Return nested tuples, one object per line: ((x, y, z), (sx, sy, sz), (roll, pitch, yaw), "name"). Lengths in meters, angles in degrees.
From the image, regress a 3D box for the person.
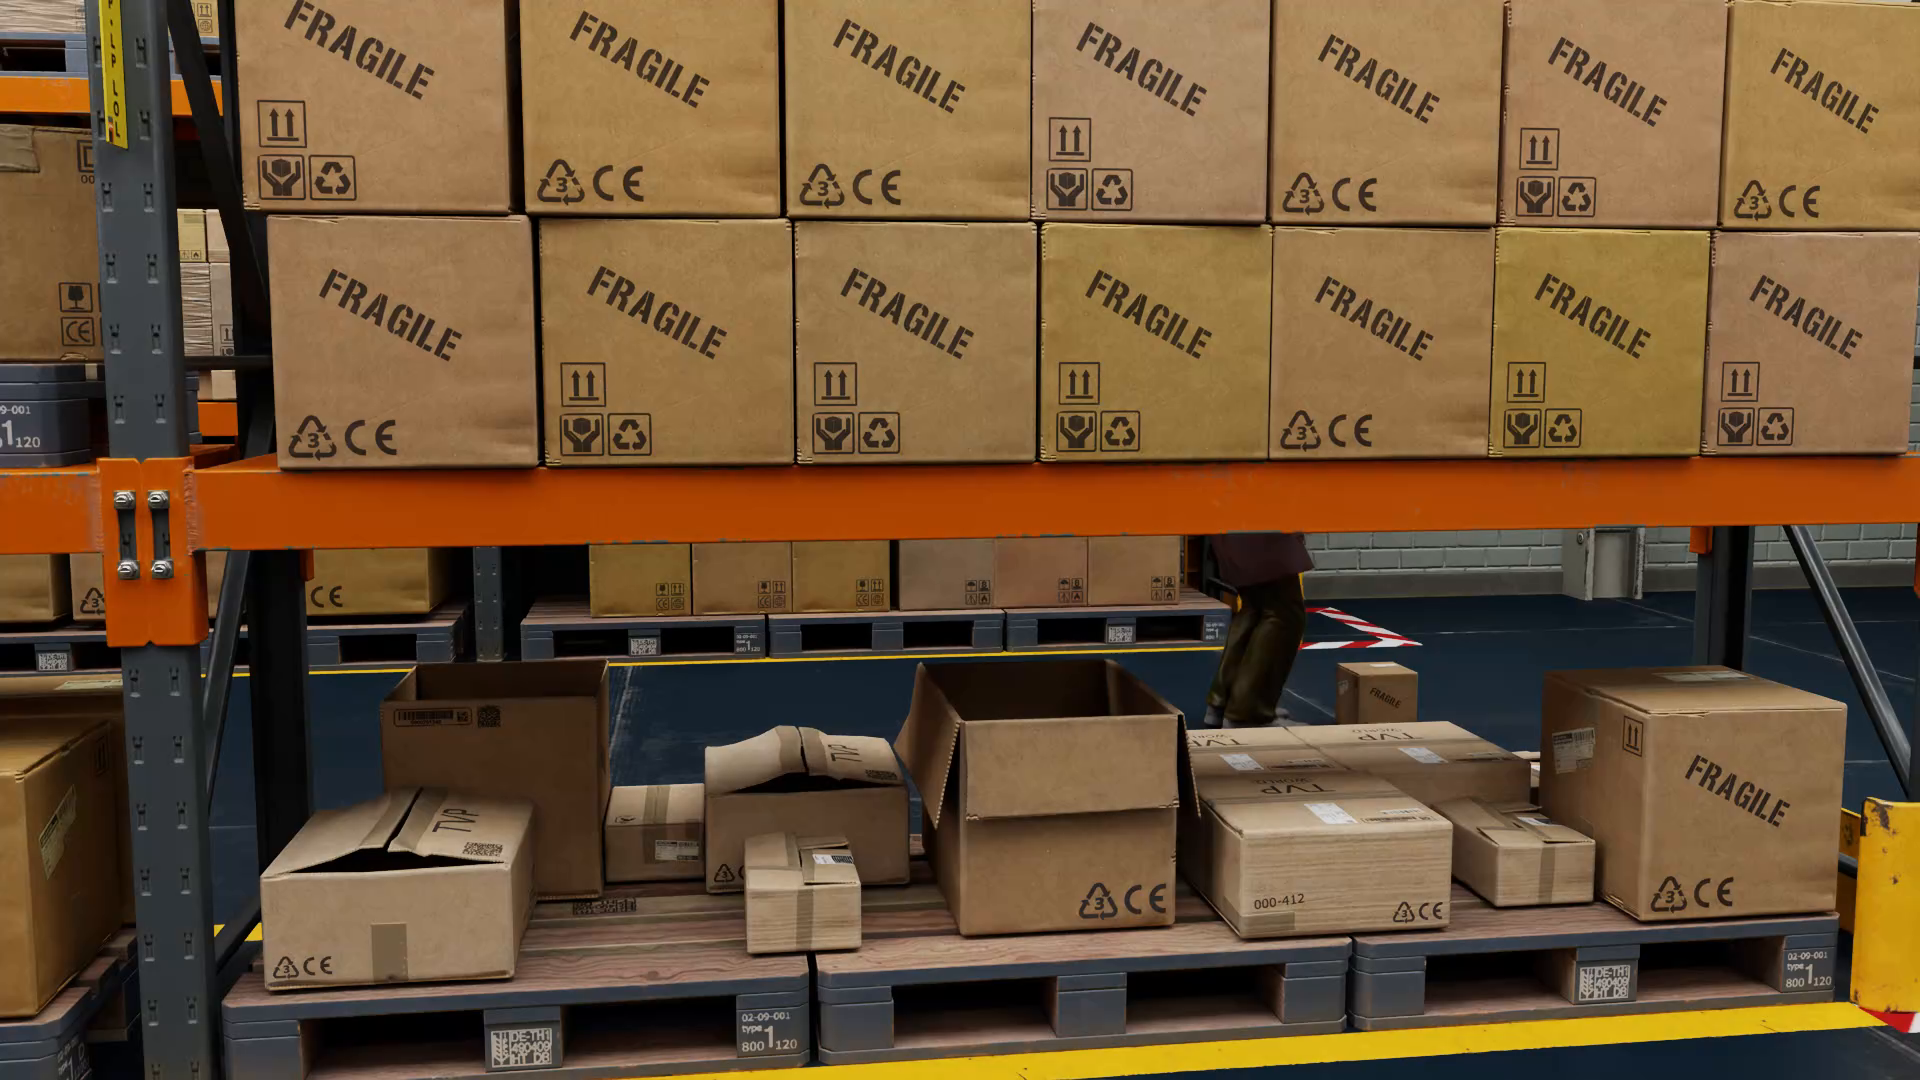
((1.204, -0.075, 6.708), (0.416, 1.731, 0.587), (-1, 6, -7), "person")
